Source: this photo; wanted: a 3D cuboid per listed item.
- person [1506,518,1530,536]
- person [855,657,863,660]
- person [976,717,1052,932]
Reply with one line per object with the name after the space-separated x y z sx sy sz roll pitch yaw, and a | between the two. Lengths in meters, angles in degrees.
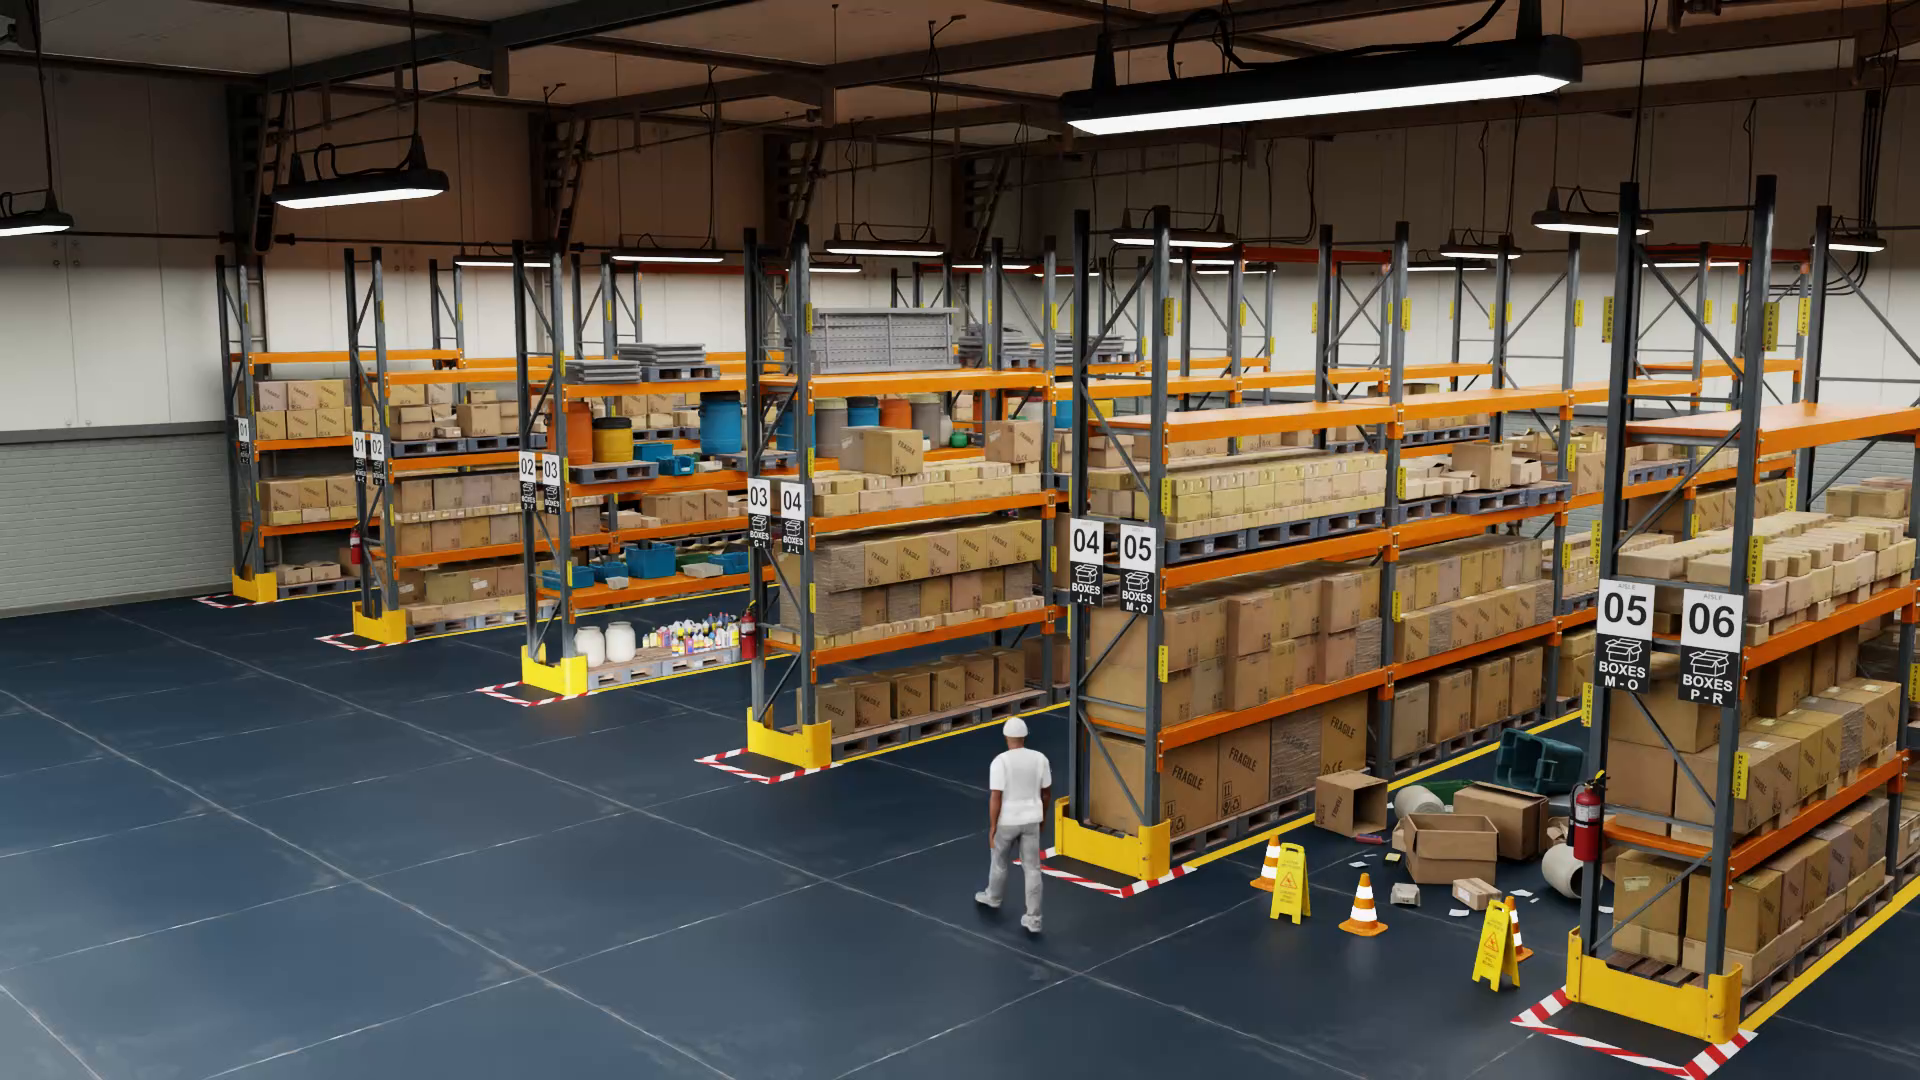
11.375 -0.517 34.010 0.618 1.741 1.038 -3 9 -20 | person
-1.371 0.913 24.538 0.543 1.607 0.966 -2 8 -14 | person
0.468 2.327 13.963 0.616 1.699 0.981 -3 9 -18 | person
